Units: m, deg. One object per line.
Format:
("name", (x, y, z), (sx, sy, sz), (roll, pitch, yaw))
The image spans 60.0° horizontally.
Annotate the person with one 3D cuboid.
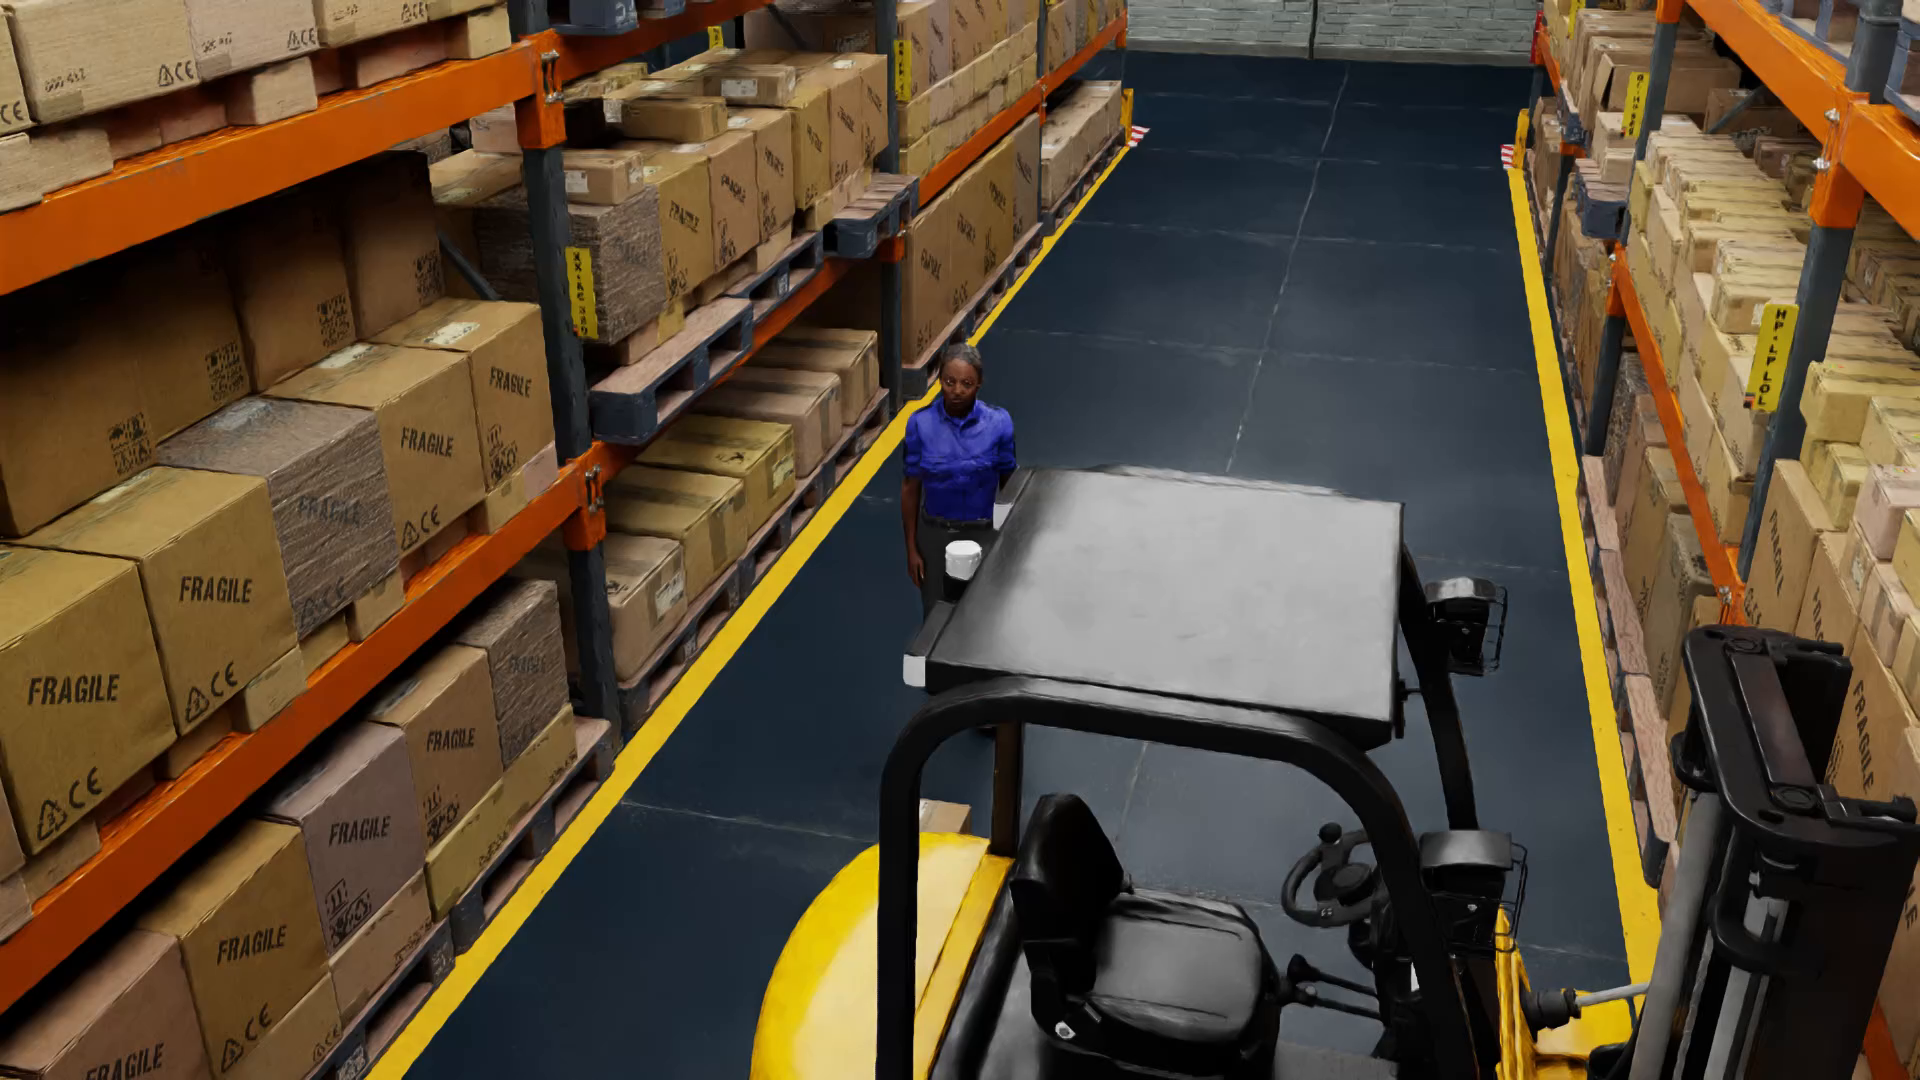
("person", (0.014, 0.010, 6.564), (0.490, 1.652, 0.403), (1, 25, 2))
